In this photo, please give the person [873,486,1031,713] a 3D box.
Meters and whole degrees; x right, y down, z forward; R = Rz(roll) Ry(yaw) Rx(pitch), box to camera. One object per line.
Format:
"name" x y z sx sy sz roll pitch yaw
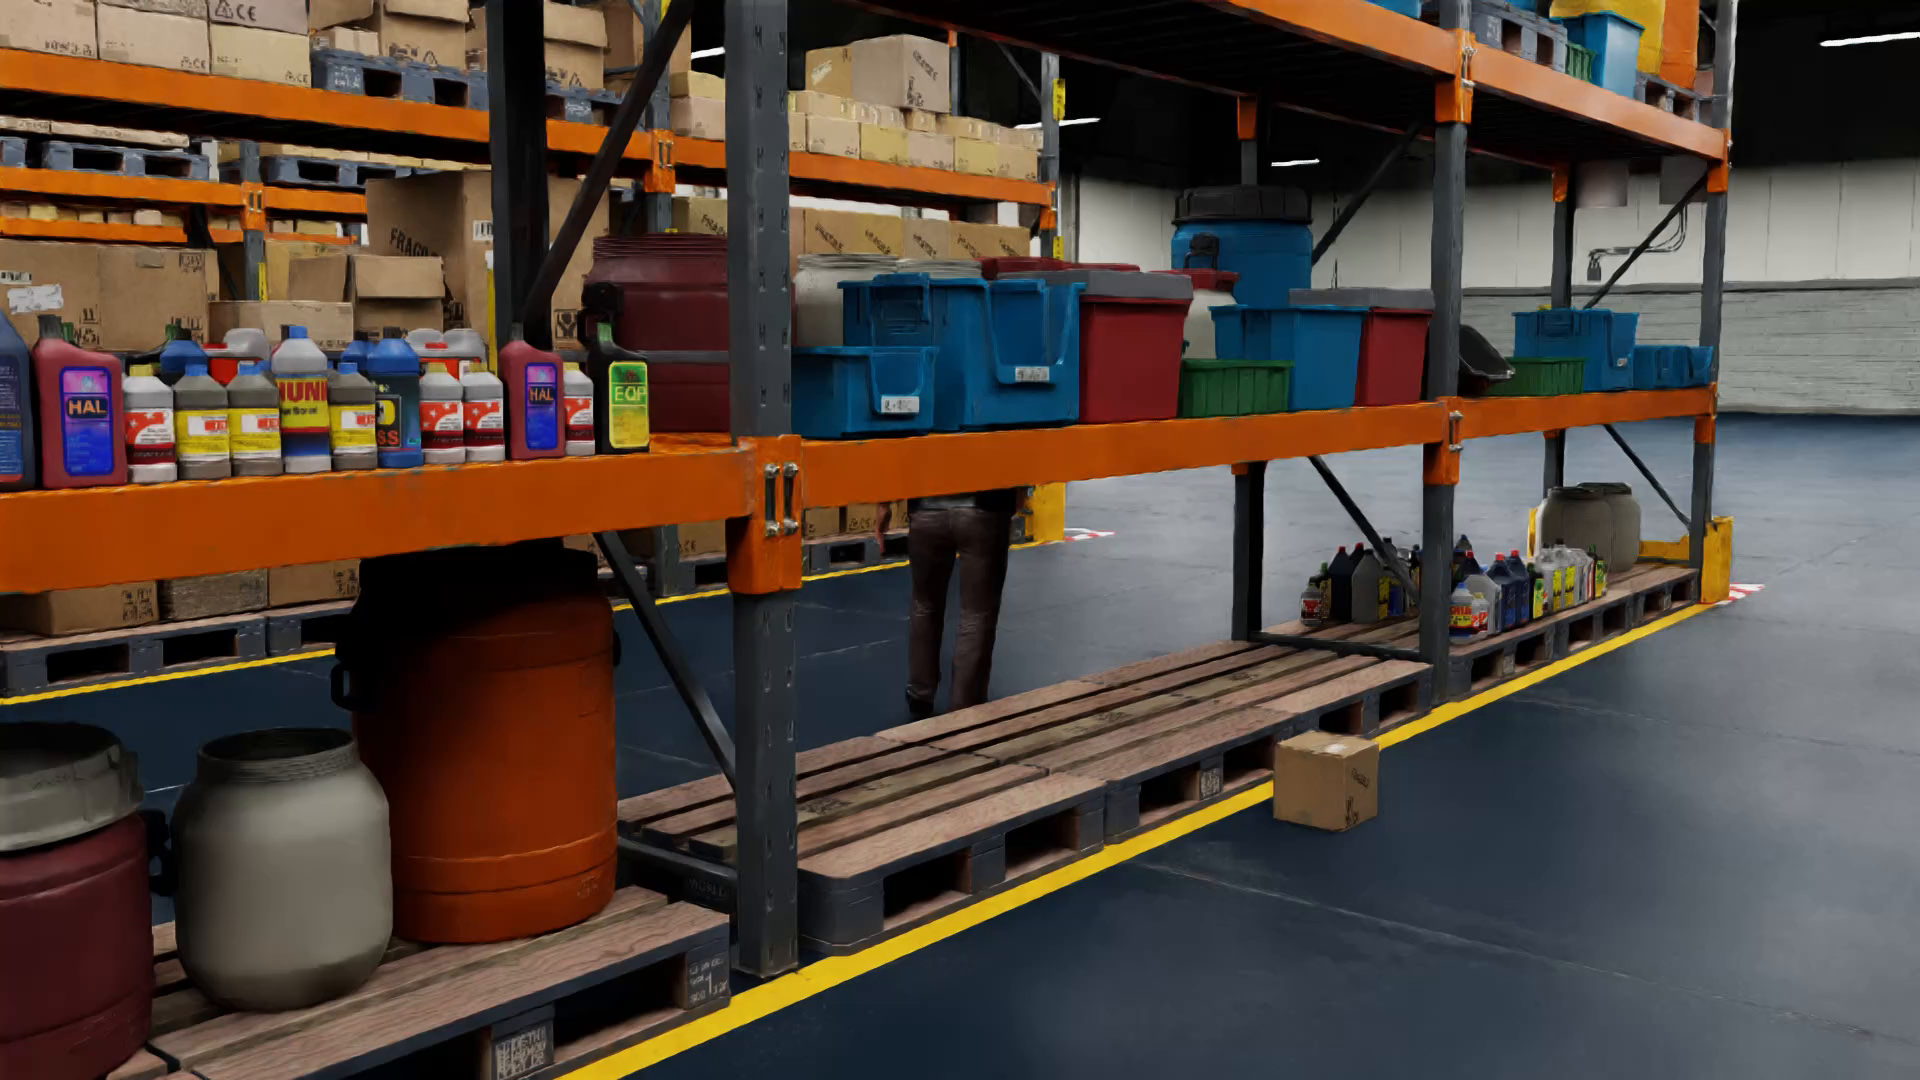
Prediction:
"person" -0.009 -0.078 6.613 0.668 1.668 0.779 2 7 18
